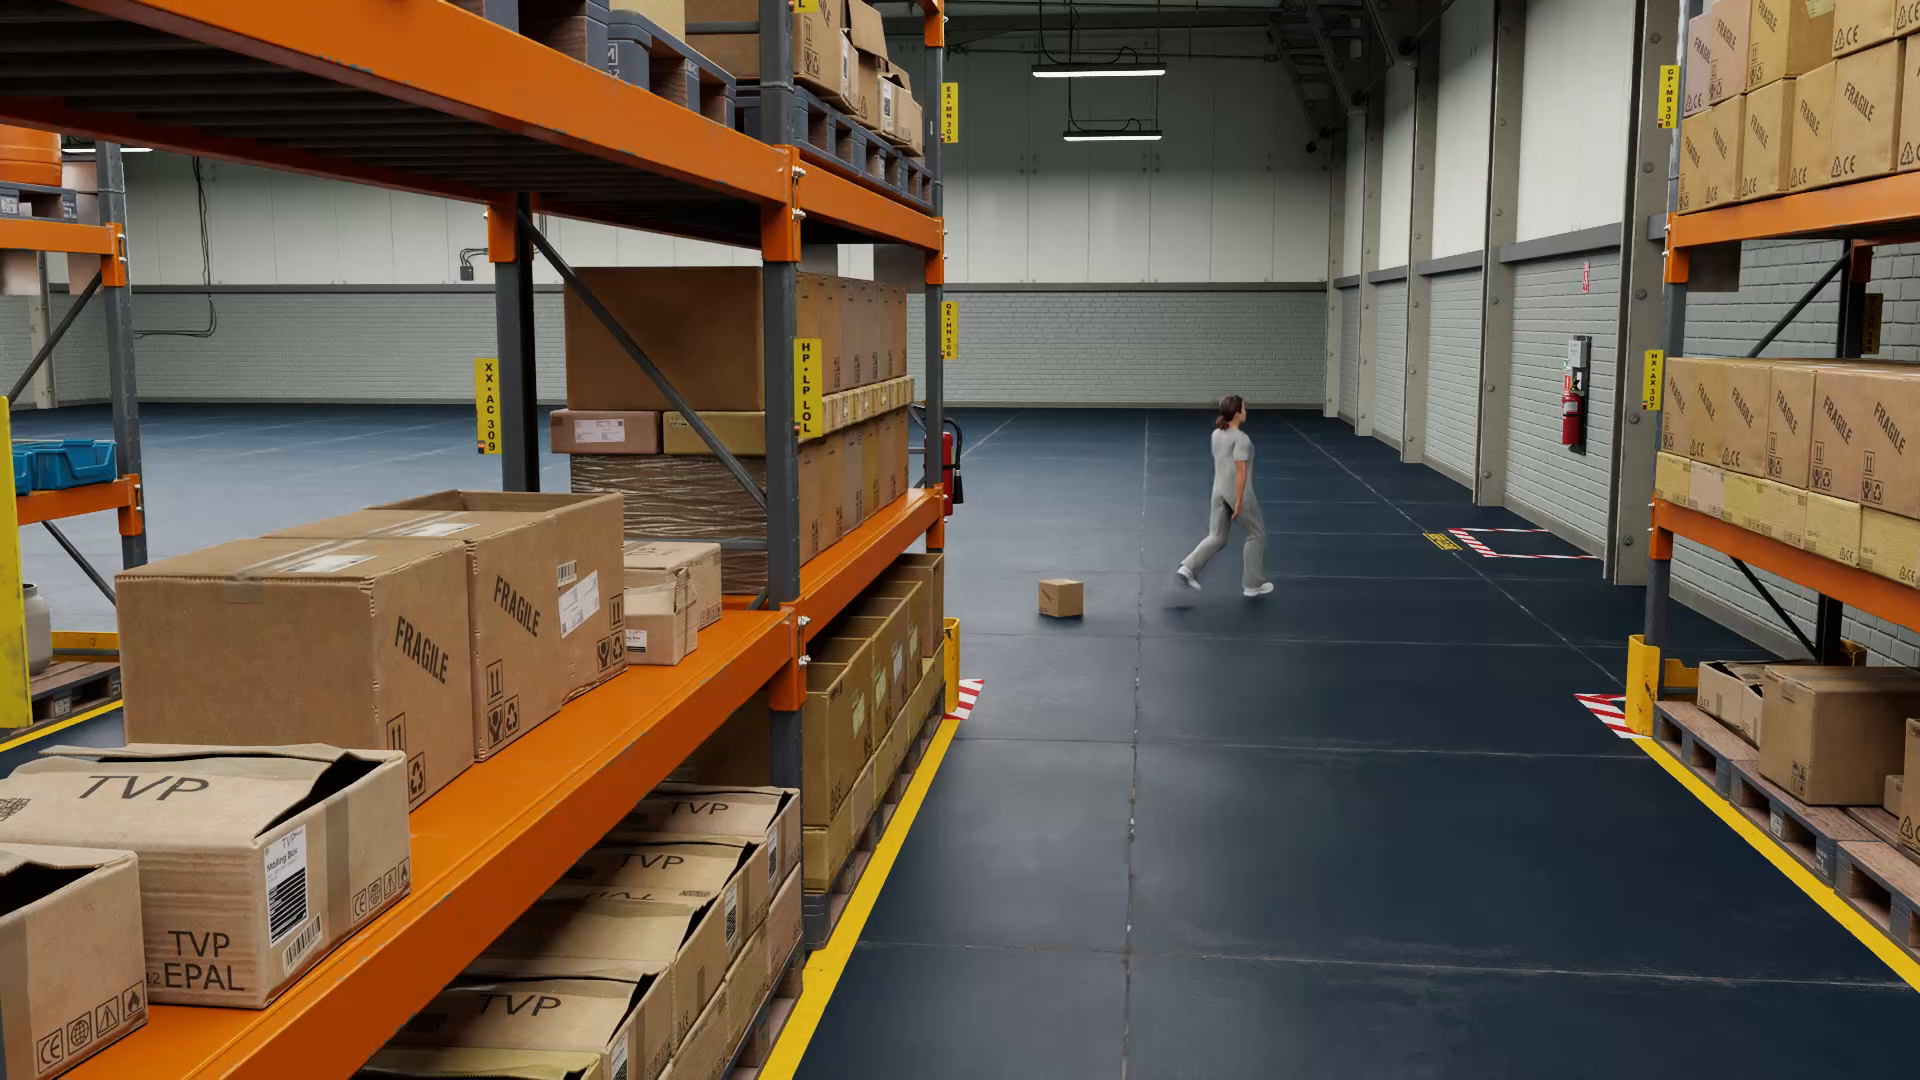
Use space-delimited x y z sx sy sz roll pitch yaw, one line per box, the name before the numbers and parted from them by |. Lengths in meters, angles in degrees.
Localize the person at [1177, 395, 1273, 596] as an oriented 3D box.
person | 2.157 -0.347 13.330 0.930 1.630 0.439 -5 9 -35
